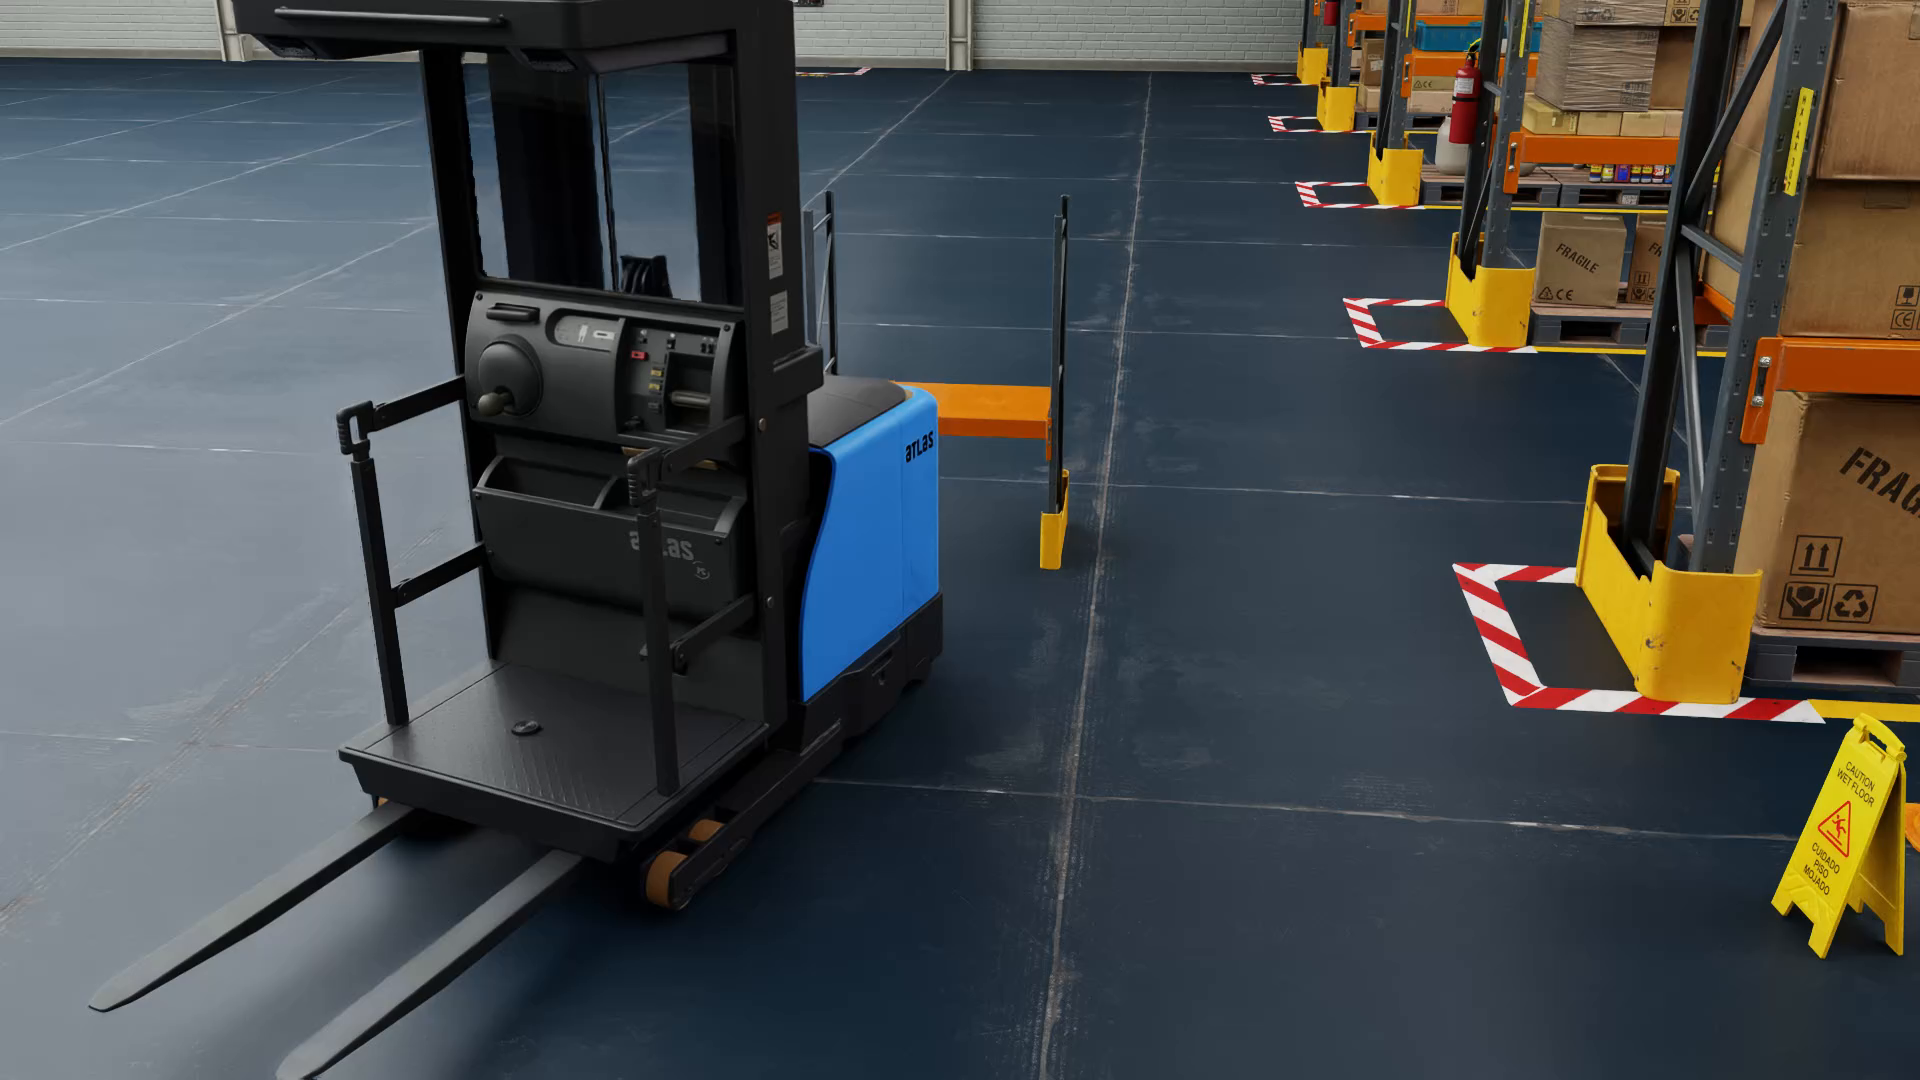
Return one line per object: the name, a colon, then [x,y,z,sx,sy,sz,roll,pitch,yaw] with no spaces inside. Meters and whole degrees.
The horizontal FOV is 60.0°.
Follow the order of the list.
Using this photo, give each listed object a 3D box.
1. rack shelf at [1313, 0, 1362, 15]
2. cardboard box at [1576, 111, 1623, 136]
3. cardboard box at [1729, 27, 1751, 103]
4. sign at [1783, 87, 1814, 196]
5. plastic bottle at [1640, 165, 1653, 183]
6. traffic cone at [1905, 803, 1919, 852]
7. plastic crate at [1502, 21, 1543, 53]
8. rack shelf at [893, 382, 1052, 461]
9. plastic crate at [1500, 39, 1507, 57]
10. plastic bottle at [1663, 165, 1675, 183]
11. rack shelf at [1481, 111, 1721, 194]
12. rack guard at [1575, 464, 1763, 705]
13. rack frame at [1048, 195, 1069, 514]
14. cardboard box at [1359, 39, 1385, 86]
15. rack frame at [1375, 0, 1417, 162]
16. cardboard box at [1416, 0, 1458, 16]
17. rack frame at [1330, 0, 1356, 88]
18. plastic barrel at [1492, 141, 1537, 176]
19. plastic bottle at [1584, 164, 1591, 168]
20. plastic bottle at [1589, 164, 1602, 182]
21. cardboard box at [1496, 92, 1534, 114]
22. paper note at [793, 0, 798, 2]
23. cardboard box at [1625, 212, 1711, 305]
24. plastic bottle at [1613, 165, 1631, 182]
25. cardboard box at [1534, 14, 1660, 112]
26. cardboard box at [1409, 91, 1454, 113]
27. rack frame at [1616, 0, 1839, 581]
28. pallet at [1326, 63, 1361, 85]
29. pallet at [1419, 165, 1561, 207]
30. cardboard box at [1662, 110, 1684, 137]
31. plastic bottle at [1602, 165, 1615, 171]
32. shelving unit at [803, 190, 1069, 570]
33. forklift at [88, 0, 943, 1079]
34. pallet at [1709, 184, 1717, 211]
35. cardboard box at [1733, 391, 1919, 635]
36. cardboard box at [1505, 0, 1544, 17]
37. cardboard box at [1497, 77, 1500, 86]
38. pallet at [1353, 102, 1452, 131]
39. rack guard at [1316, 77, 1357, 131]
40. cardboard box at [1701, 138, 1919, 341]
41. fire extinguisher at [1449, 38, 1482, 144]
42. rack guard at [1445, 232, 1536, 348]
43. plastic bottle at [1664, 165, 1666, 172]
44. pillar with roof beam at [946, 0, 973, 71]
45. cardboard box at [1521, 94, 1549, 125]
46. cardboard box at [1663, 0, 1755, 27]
rack shelf: [7.141,-7.834,24.153,4.000,0.370,1.077,2,22,6]
cardboard box: [3.907,-2.595,10.266,0.250,0.149,0.380,2,22,6]
cardboard box: [4.951,-2.965,10.319,0.500,0.500,0.875,2,22,6]
sign: [2.651,-1.260,5.261,0.005,0.325,0.100,2,22,6]
plastic bottle: [6.192,-3.362,14.976,0.097,0.271,0.097,0,22,0]
traffic cone: [3.082,0.699,5.044,0.334,0.463,0.336,2,22,6]
plastic crate: [5.165,-4.626,15.263,0.408,0.251,0.499,2,22,6]
rack shelf: [-0.085,-0.534,7.240,1.000,0.185,0.538,2,22,6]
plastic crate: [4.840,-4.359,14.744,0.250,0.136,0.298,2,22,6]
plastic bottle: [6.394,-3.353,14.954,0.097,0.271,0.097,0,22,0]
rack shelf: [5.392,-2.408,10.429,4.000,0.370,1.077,2,22,6]
rack guard: [2.698,0.139,6.409,0.348,0.500,1.175,2,22,6]
rack frame: [0.420,-0.679,7.118,0.032,1.500,0.500,2,22,6]
cardboard box: [5.143,-5.797,20.171,0.500,0.500,0.500,2,22,6]
rack frame: [3.989,-4.638,15.090,0.127,3.000,1.000,2,22,6]
cardboard box: [5.560,-6.446,19.530,0.500,0.500,0.700,3,22,8]
rack frame: [4.576,-6.446,19.664,0.127,3.000,1.000,2,22,6]
plastic barrel: [5.149,-3.654,15.414,0.421,0.512,0.421,0,22,0]
plastic bottle: [5.982,-3.661,15.717,0.133,0.283,0.061,3,22,8]
plastic bottle: [5.753,-3.381,15.025,0.097,0.271,0.097,0,22,0]
cardboard box: [6.571,-5.193,19.663,0.500,0.250,0.500,2,22,6]
paper note: [-2.624,-8.544,26.169,0.142,0.148,0.016,2,22,6]
cardboard box: [4.622,-1.816,10.781,0.500,0.500,0.500,8,23,20]
plastic bottle: [5.975,-3.370,14.981,0.133,0.283,0.061,3,22,7]
cardboard box: [3.949,-2.980,10.358,0.500,0.500,0.875,2,22,6]
cardboard box: [5.579,-5.238,19.777,0.500,0.250,0.500,2,22,6]
rack frame: [2.722,-1.023,5.947,0.127,3.000,1.000,2,22,6]
pallet: [6.033,-6.906,24.622,1.213,0.211,1.003,2,22,6]
pallet: [4.876,-3.318,15.544,1.213,0.211,1.003,2,22,6]
cardboard box: [4.404,-2.576,10.216,0.250,0.149,0.380,2,22,6]
plastic bottle: [6.099,-3.600,15.561,0.133,0.283,0.061,2,22,6]
shelving unit: [-0.076,-0.701,7.172,1.083,1.500,0.587,2,22,6]
forklift: [-1.152,-0.487,4.684,1.130,2.935,3.031,10,24,24]
pallet: [7.299,-3.212,15.277,1.213,0.211,1.003,2,22,6]
cardboard box: [3.403,-0.225,6.247,0.875,0.875,0.875,3,22,7]
cardboard box: [6.575,-6.401,19.416,0.500,0.500,0.700,3,22,8]
cardboard box: [6.077,-5.569,19.595,0.500,0.500,0.500,2,22,6]
pallet: [5.340,-5.131,20.132,1.213,0.211,1.003,2,22,6]
rack guard: [4.552,-5.284,20.126,0.348,0.500,1.175,2,22,6]
cardboard box: [3.096,-1.093,5.920,0.550,0.550,0.875,2,22,6]
fire extinguisher: [3.347,-2.966,10.968,0.183,0.674,0.296,2,22,6]
rack guard: [3.481,-1.663,10.967,0.348,0.500,1.175,2,22,6]
plastic bottle: [6.606,-3.560,15.471,0.135,0.276,0.152,2,22,6]
pillar with roof beam: [-0.513,-10.018,20.540,0.400,9.000,9.100,2,22,6]
cardboard box: [3.713,-2.775,10.722,0.250,0.149,0.380,2,22,6]
cardboard box: [4.416,-3.331,9.886,0.500,0.500,0.500,2,22,6]
